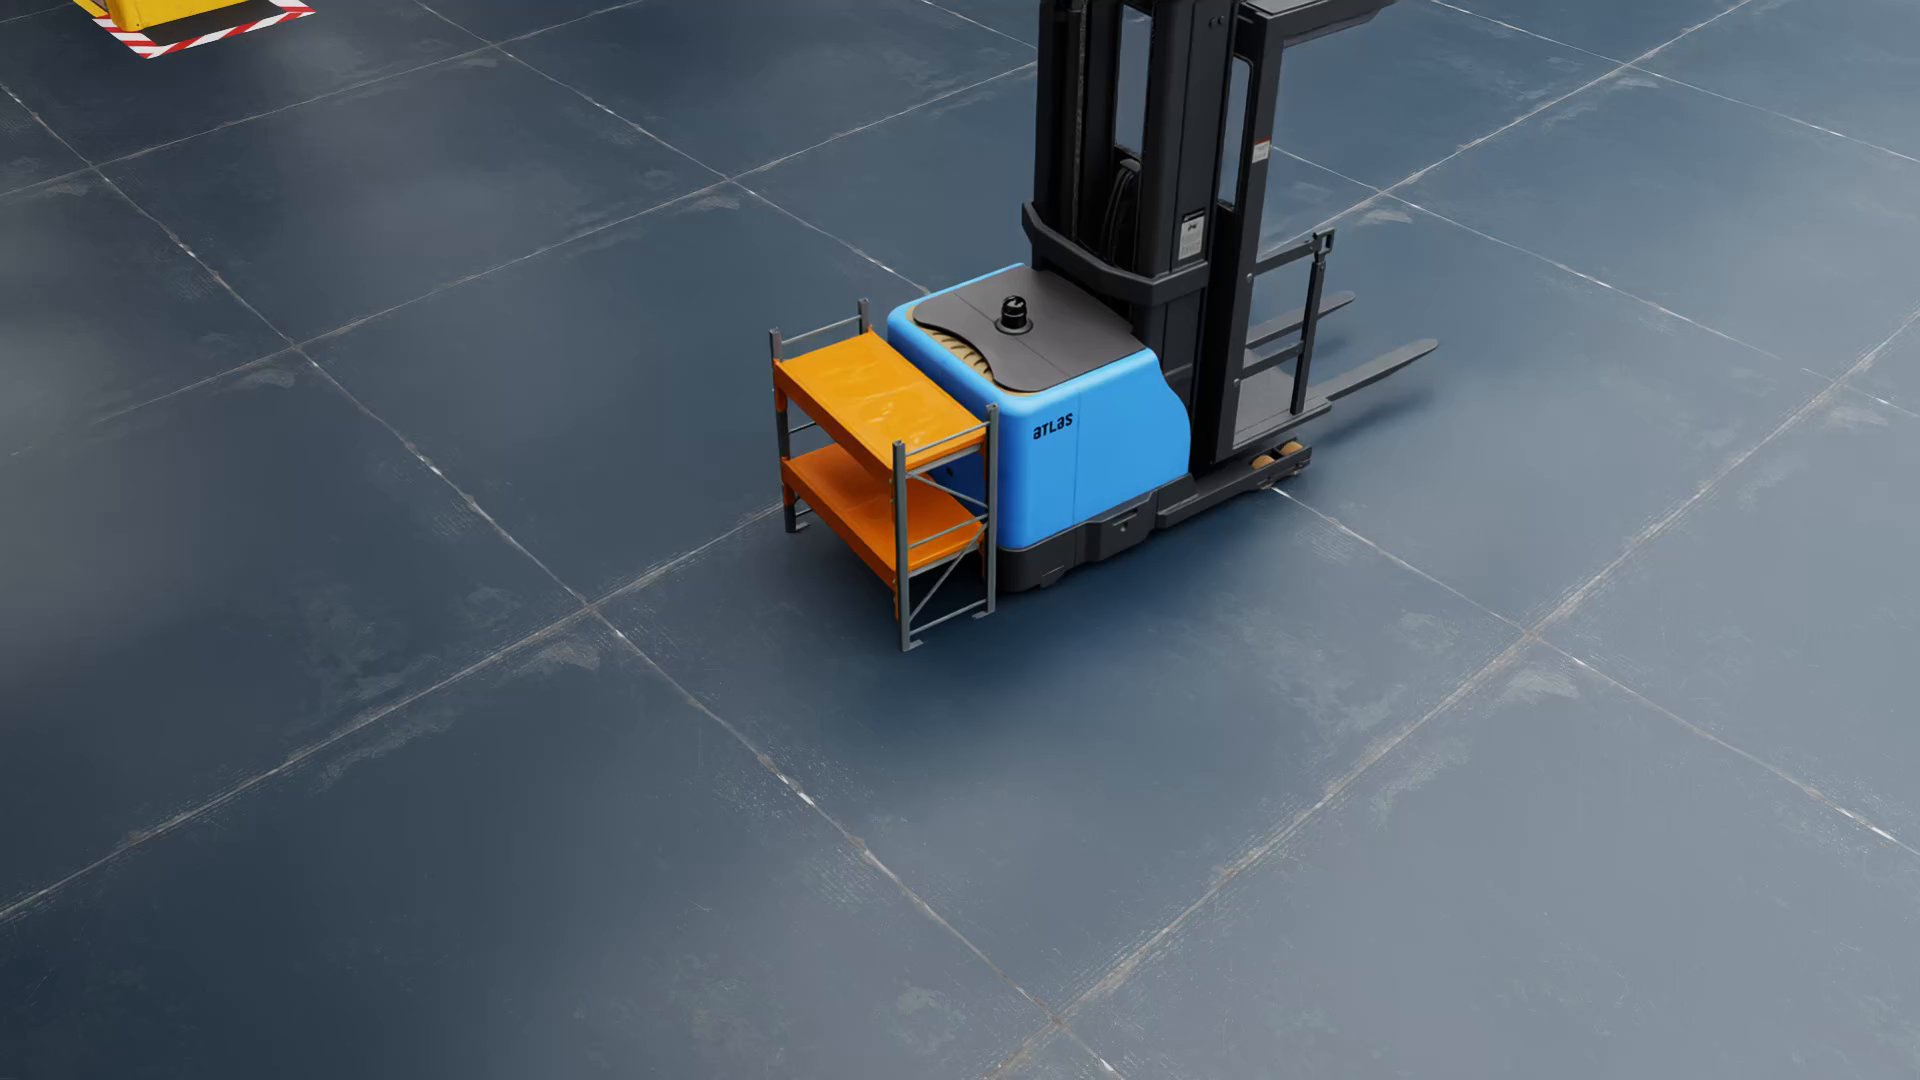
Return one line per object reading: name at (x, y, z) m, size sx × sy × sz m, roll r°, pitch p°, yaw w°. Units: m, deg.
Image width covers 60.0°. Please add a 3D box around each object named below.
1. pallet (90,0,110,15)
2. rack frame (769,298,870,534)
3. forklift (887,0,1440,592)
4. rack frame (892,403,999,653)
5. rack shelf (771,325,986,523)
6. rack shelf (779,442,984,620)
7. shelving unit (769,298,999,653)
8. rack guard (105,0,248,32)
pallet at (-6.653, -4.652, 13.549) m, size 1.003 × 0.211 × 1.213 m, roll -30°, pitch 48°, yaw -32°
rack frame at (-0.625, -0.563, 7.760) m, size 0.500 × 1.125 × 0.032 m, roll -23°, pitch 44°, yaw -26°
forklift at (1.147, -1.641, 7.657) m, size 3.031 × 2.935 × 1.130 m, roll -24°, pitch 45°, yaw -27°
rack frame at (-0.056, -0.034, 7.104) m, size 0.500 × 1.125 × 0.032 m, roll -23°, pitch 44°, yaw -26°
rack shelf at (-0.341, -0.526, 7.248) m, size 0.538 × 0.278 × 1.000 m, roll -23°, pitch 44°, yaw -26°
rack shelf at (-0.341, -0.108, 7.585) m, size 0.538 × 0.278 × 1.000 m, roll -23°, pitch 44°, yaw -26°
shelving unit at (-0.341, -0.298, 7.432) m, size 0.538 × 1.125 × 1.048 m, roll -23°, pitch 44°, yaw -26°
rack guard at (-6.089, -4.417, 13.029) m, size 1.175 × 0.500 × 0.348 m, roll -30°, pitch 48°, yaw -32°
